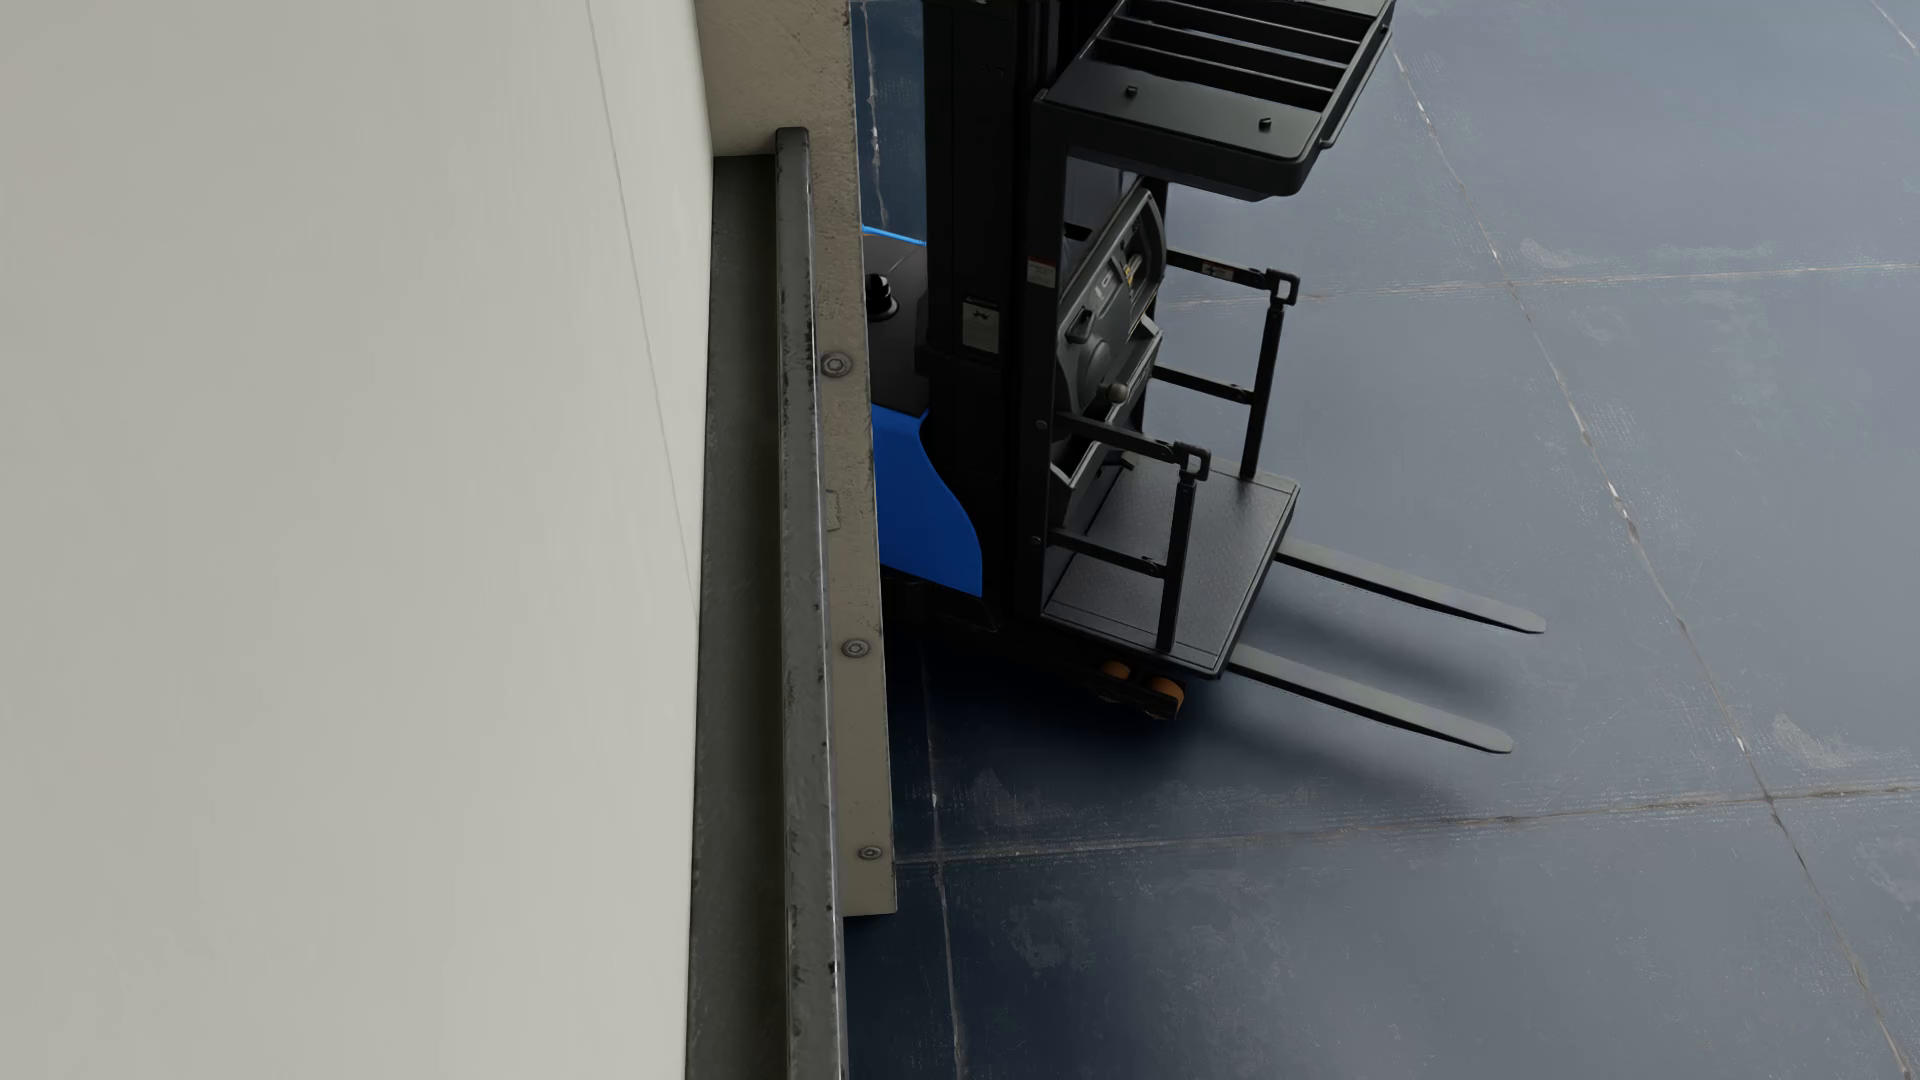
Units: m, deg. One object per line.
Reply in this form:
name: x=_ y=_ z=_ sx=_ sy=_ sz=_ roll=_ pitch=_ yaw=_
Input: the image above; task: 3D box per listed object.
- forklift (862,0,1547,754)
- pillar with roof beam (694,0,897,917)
forklift: x=0.703 y=-0.777 z=5.604 sx=3.031 sy=2.935 sz=1.130 roll=18 pitch=49 yaw=17
pillar with roof beam: x=3.906 y=-2.218 z=2.789 sx=9.100 sy=9.000 sz=0.400 roll=-3 pitch=47 yaw=-3
